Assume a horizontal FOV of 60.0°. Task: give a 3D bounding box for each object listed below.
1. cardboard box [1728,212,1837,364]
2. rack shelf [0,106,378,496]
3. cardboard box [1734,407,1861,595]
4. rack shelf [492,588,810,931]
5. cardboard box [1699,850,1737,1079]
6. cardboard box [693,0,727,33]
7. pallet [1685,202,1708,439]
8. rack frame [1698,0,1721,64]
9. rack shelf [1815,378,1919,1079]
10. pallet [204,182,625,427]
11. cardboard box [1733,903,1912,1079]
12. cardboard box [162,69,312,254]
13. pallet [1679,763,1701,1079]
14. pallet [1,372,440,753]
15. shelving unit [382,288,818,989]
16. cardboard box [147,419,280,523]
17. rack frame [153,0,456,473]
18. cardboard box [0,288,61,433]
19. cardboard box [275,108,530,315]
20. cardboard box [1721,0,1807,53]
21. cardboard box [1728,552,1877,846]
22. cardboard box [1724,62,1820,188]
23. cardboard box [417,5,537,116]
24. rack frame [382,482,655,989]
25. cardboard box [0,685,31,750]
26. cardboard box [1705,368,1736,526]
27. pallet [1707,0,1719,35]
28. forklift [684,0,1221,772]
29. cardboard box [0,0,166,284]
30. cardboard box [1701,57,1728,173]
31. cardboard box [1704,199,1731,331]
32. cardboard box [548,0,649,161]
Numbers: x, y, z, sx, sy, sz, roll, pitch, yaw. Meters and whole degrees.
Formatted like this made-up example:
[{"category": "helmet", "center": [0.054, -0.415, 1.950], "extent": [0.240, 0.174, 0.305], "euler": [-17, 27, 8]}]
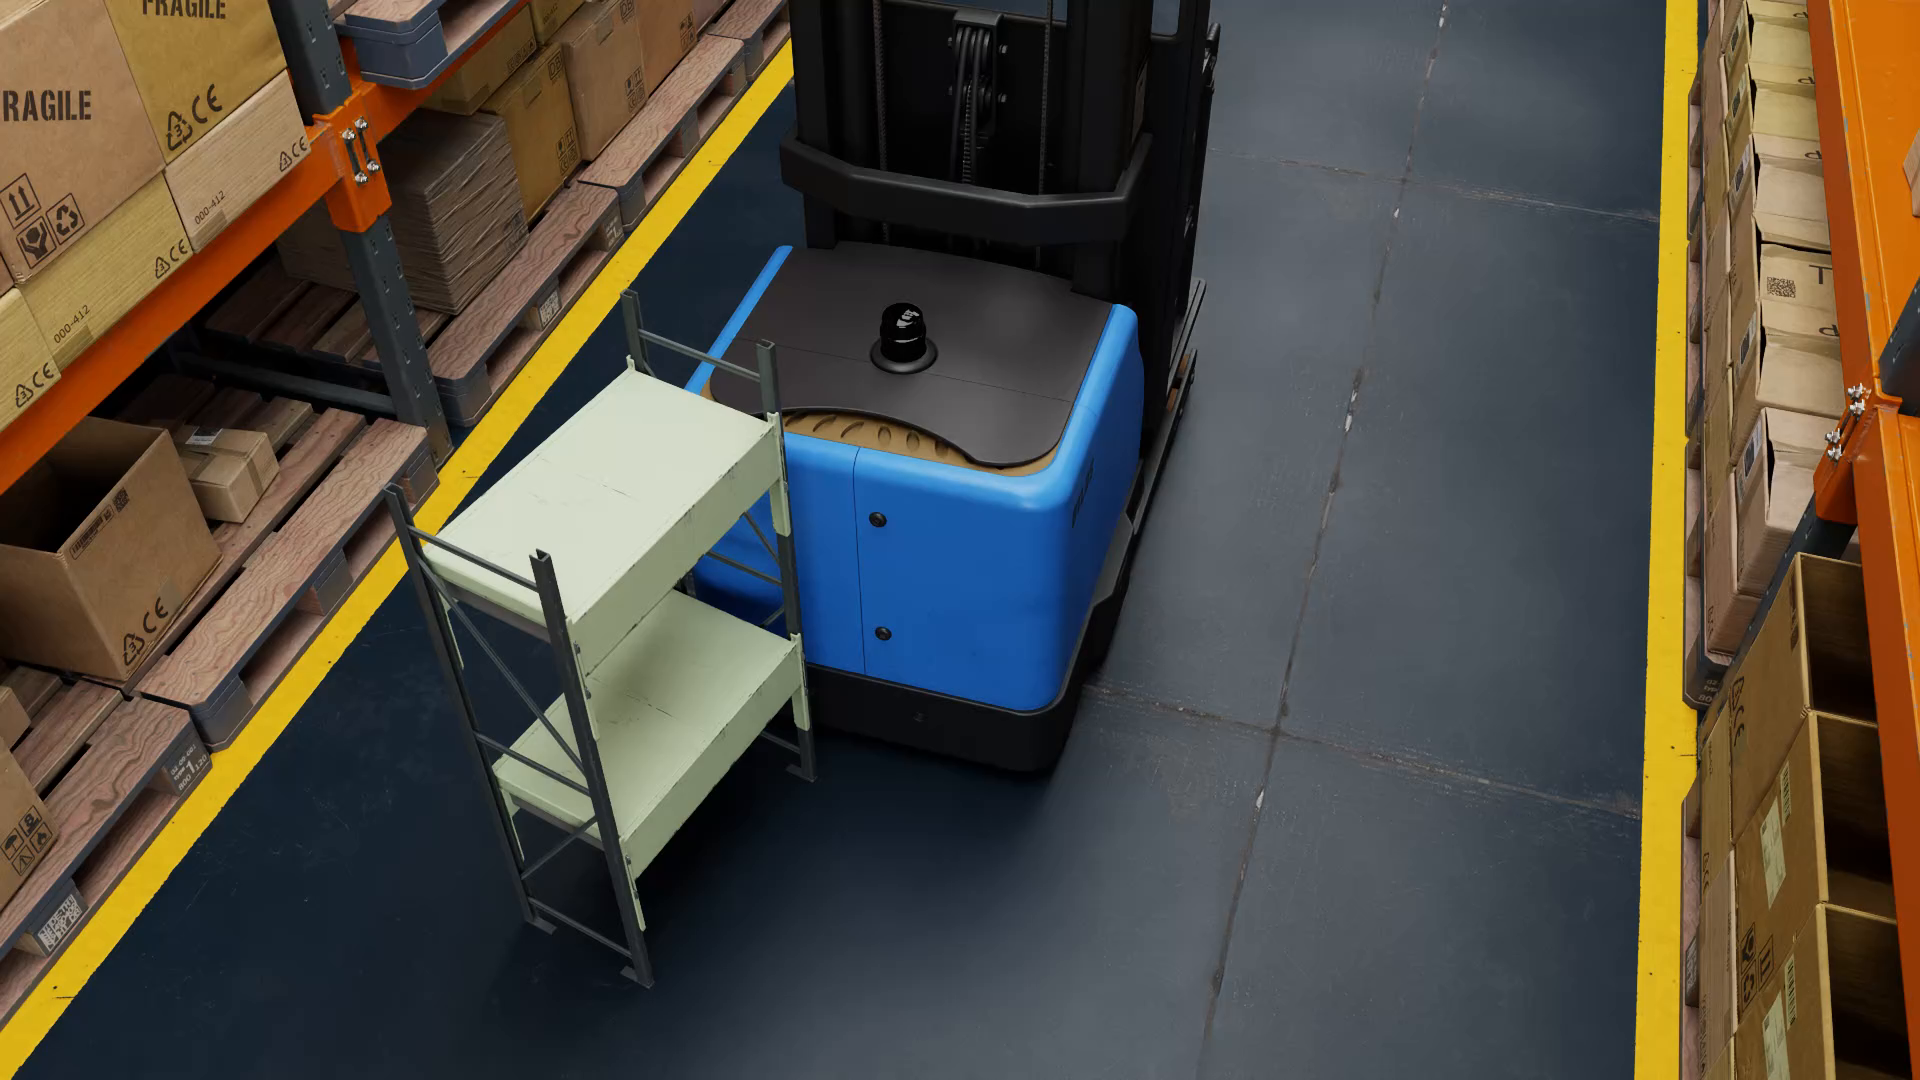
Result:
[{"category": "cardboard box", "center": [2.695, -0.766, 5.153], "extent": [0.500, 0.311, 0.500], "euler": [12, 46, 12]}, {"category": "rack shelf", "center": [-2.787, 0.156, 3.461], "extent": [1.077, 0.370, 4.000], "euler": [13, 46, 13]}, {"category": "cardboard box", "center": [2.390, -0.086, 4.458], "extent": [0.500, 0.311, 0.500], "euler": [13, 46, 13]}, {"category": "rack shelf", "center": [-0.754, 0.511, 4.122], "extent": [0.431, 0.370, 0.720], "euler": [22, 48, 21]}, {"category": "cardboard box", "center": [1.955, 1.022, 3.727], "extent": [0.500, 0.250, 0.500], "euler": [13, 46, 13]}, {"category": "cardboard box", "center": [-1.405, -2.555, 7.189], "extent": [0.700, 0.500, 0.500], "euler": [12, 46, 12]}, {"category": "pallet", "center": [3.095, -0.706, 5.821], "extent": [1.003, 0.211, 1.213], "euler": [13, 46, 13]}, {"category": "rack frame", "center": [3.752, -3.054, 6.226], "extent": [1.000, 3.000, 0.127], "euler": [13, 46, 13]}, {"category": "rack shelf", "center": [1.935, 1.202, 2.391], "extent": [1.077, 0.370, 4.000], "euler": [13, 46, 13]}, {"category": "pallet", "center": [-1.947, -0.957, 6.077], "extent": [1.003, 0.211, 1.213], "euler": [13, 46, 13]}, {"category": "cardboard box", "center": [1.800, 1.086, 3.125], "extent": [0.500, 0.500, 0.500], "euler": [13, 46, 13]}, {"category": "cardboard box", "center": [-2.036, -1.008, 4.228], "extent": [0.500, 0.250, 0.500], "euler": [13, 46, 13]}, {"category": "pallet", "center": [2.260, 1.130, 3.944], "extent": [1.003, 0.211, 1.213], "euler": [13, 46, 13]}, {"category": "pallet", "center": [-2.351, 0.017, 5.081], "extent": [1.003, 0.211, 1.213], "euler": [13, 46, 13]}, {"category": "shelving unit", "center": [-0.754, 0.278, 3.894], "extent": [0.431, 1.500, 0.755], "euler": [22, 48, 21]}, {"category": "cardboard box", "center": [-2.315, -0.216, 5.037], "extent": [0.380, 0.166, 0.250], "euler": [7, 45, 7]}, {"category": "rack frame", "center": [-2.181, -1.434, 4.571], "extent": [1.000, 3.000, 0.127], "euler": [13, 46, 13]}, {"category": "cardboard box", "center": [-2.332, -0.339, 3.545], "extent": [0.500, 0.250, 0.500], "euler": [12, 46, 12]}, {"category": "cardboard box", "center": [-1.974, -1.192, 5.797], "extent": [0.700, 0.500, 0.500], "euler": [14, 46, 14]}, {"category": "cardboard box", "center": [3.314, -2.135, 6.552], "extent": [0.500, 0.311, 0.500], "euler": [14, 46, 14]}, {"category": "cardboard box", "center": [2.102, 0.420, 3.806], "extent": [0.500, 0.500, 0.500], "euler": [13, 46, 13]}, {"category": "cardboard box", "center": [3.006, -1.443, 5.845], "extent": [0.500, 0.311, 0.500], "euler": [11, 46, 11]}, {"category": "cardboard box", "center": [-1.844, -1.755, 5.835], "extent": [0.500, 0.250, 0.500], "euler": [12, 46, 12]}, {"category": "rack frame", "center": [-0.936, 0.500, 3.667], "extent": [0.400, 1.500, 0.023], "euler": [22, 48, 21]}, {"category": "cardboard box", "center": [-2.685, 0.489, 4.329], "extent": [0.380, 0.149, 0.250], "euler": [9, 45, 9]}, {"category": "cardboard box", "center": [2.545, -0.230, 5.006], "extent": [0.500, 0.250, 0.500], "euler": [12, 46, 12]}, {"category": "pallet", "center": [4.015, -2.547, 7.702], "extent": [1.003, 0.211, 1.213], "euler": [13, 46, 13]}, {"category": "forklift", "center": [0.182, -1.469, 4.656], "extent": [1.130, 2.935, 3.031], "euler": [12, 46, 12]}, {"category": "cardboard box", "center": [-2.175, -0.942, 3.624], "extent": [0.500, 0.500, 0.500], "euler": [12, 46, 12]}, {"category": "cardboard box", "center": [3.163, -1.599, 6.405], "extent": [0.500, 0.250, 0.500], "euler": [11, 46, 11]}, {"category": "cardboard box", "center": [2.855, -0.910, 5.701], "extent": [0.500, 0.250, 0.500], "euler": [13, 46, 13]}, {"category": "cardboard box", "center": [-1.672, -1.879, 6.498], "extent": [0.700, 0.500, 0.500], "euler": [13, 46, 13]}]
